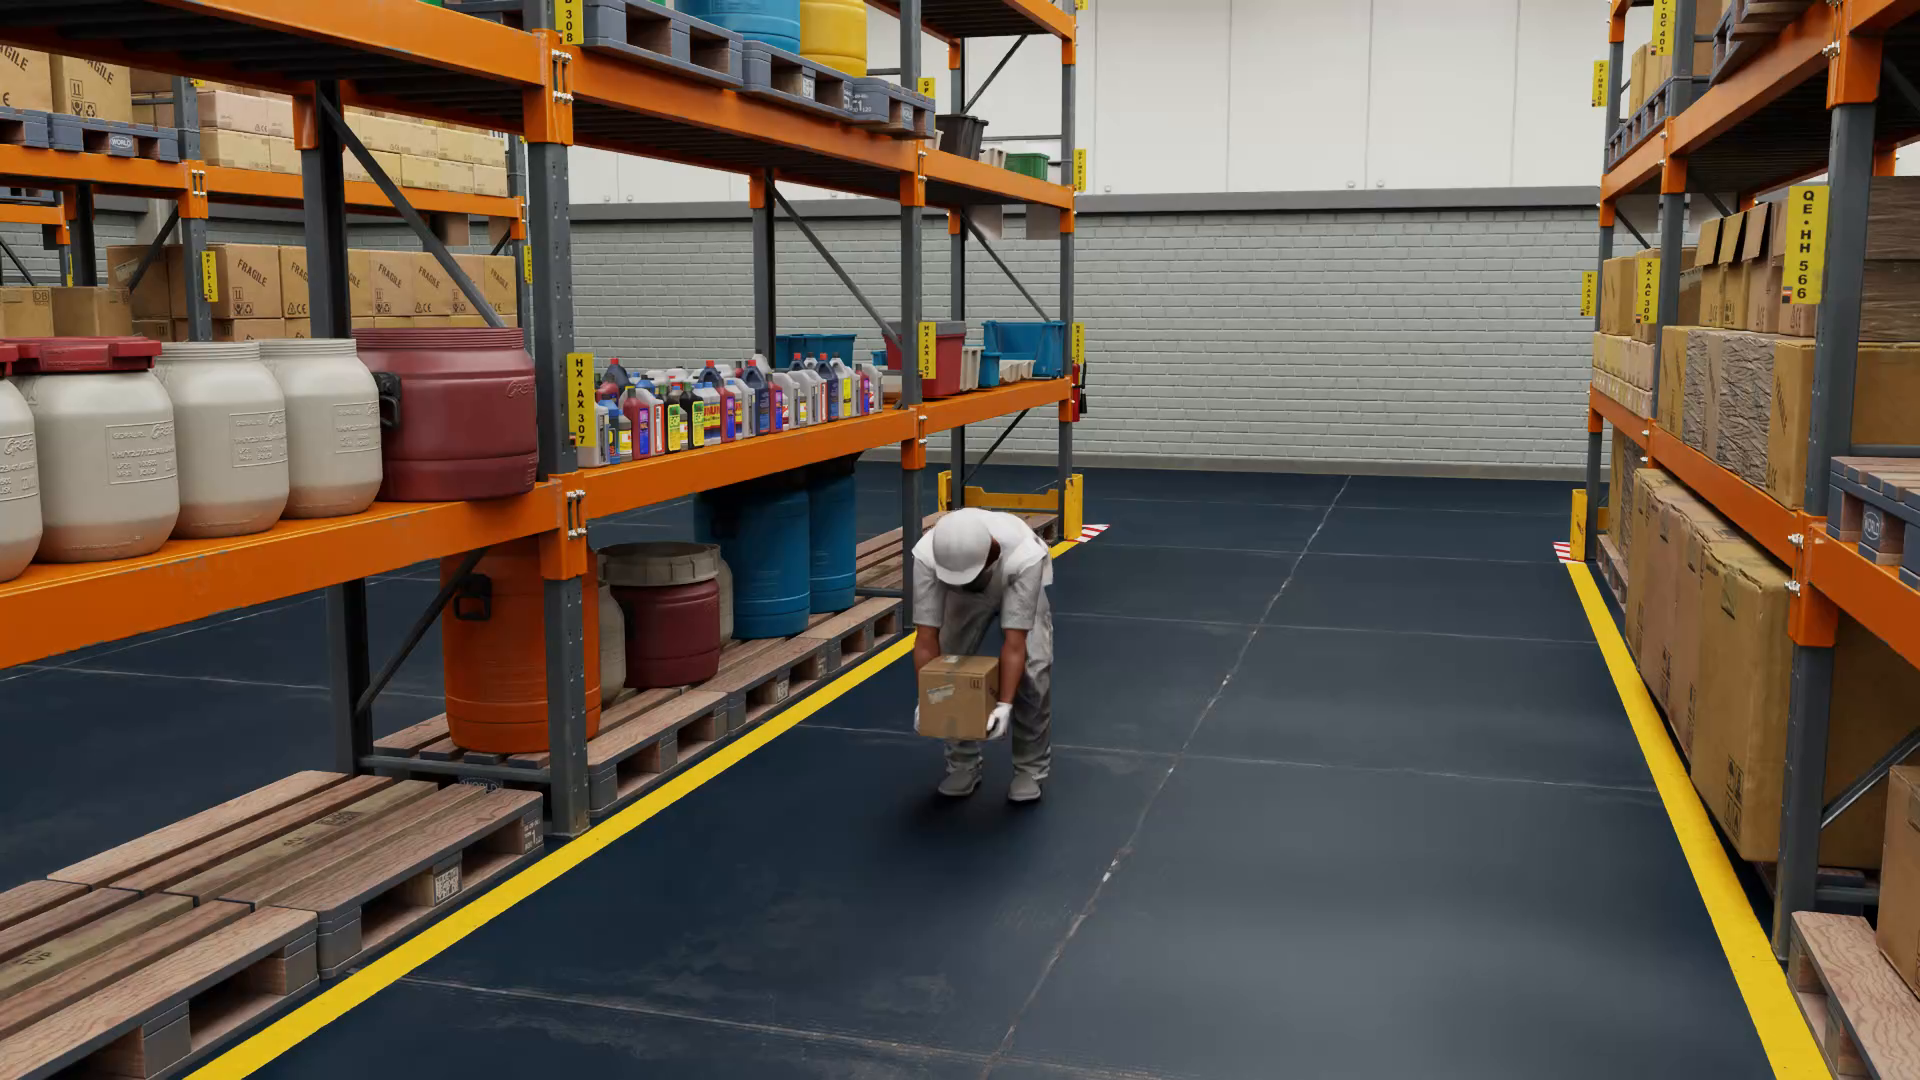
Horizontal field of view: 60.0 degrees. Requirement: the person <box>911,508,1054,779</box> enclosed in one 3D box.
[{"bbox_3d":[0.089,0.403,6.308,0.519,1.126,0.963,2,8,14],"label":"person"}]
